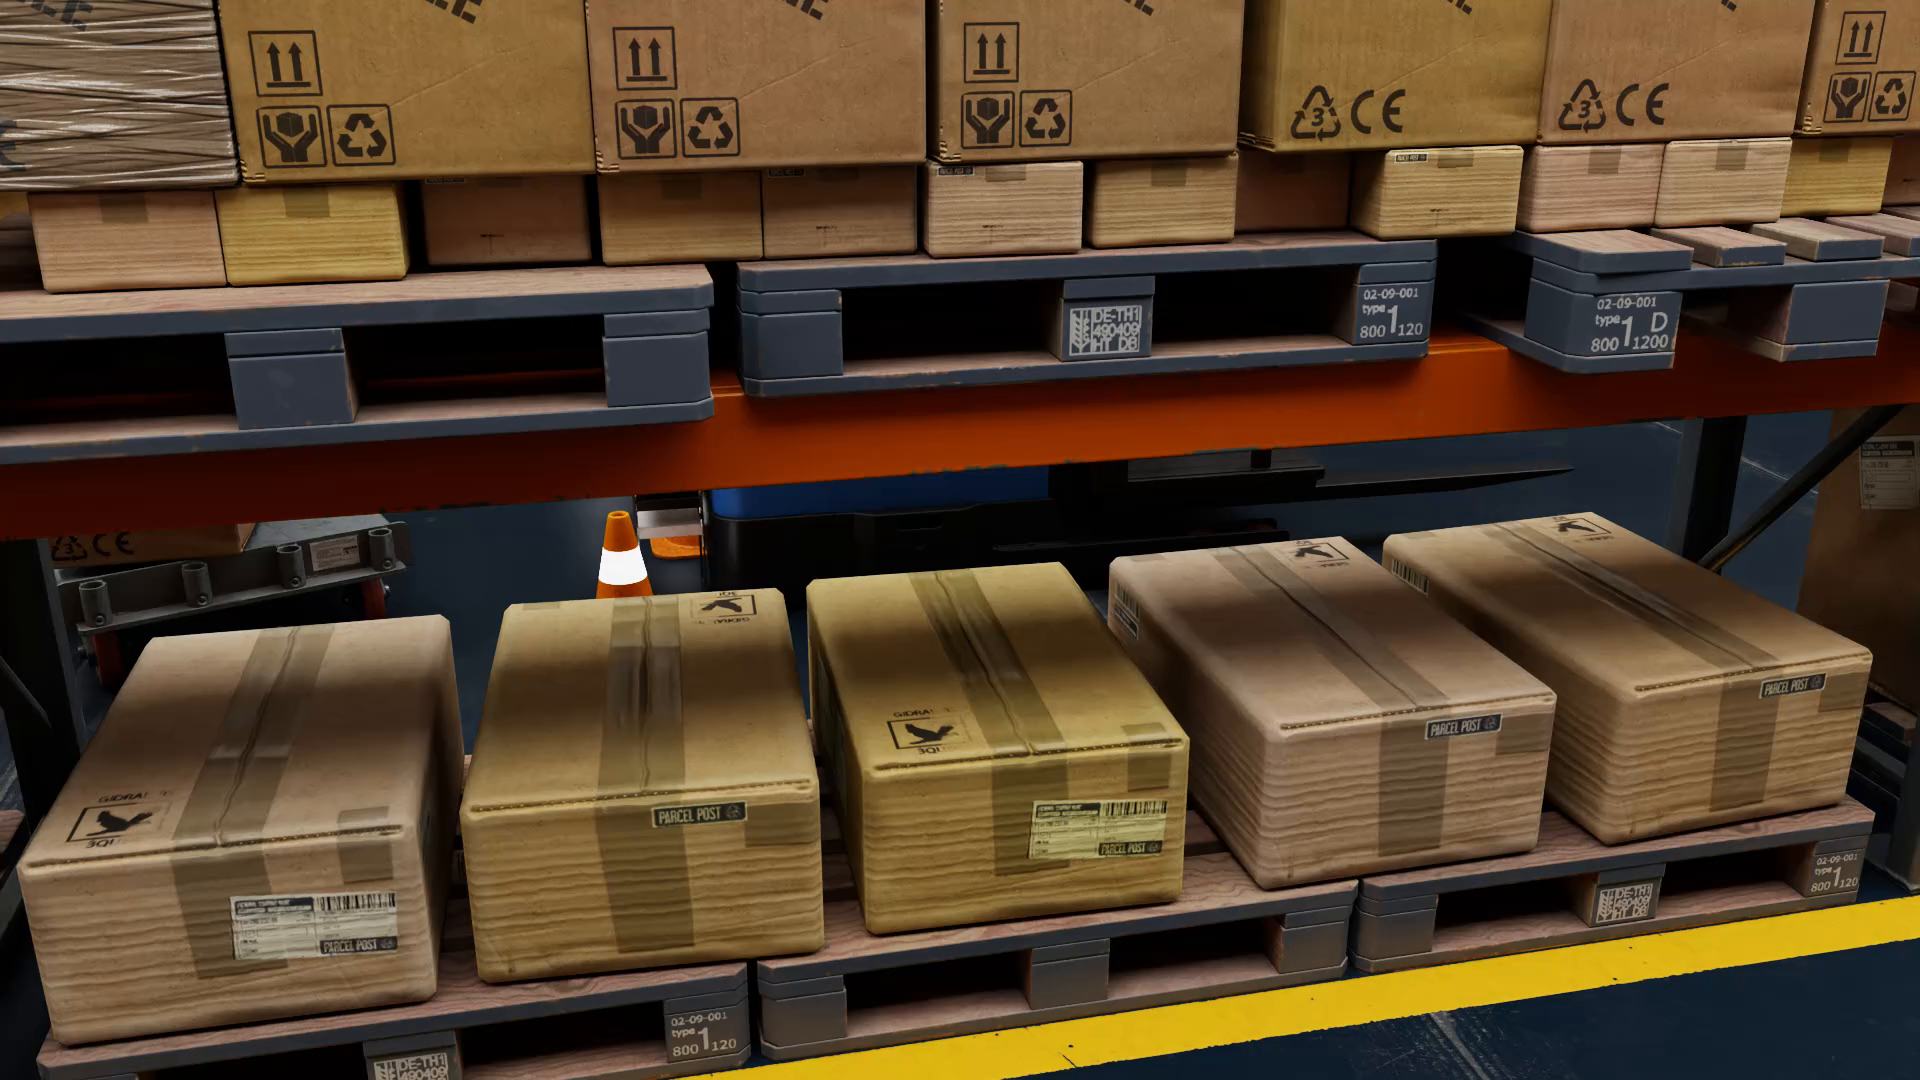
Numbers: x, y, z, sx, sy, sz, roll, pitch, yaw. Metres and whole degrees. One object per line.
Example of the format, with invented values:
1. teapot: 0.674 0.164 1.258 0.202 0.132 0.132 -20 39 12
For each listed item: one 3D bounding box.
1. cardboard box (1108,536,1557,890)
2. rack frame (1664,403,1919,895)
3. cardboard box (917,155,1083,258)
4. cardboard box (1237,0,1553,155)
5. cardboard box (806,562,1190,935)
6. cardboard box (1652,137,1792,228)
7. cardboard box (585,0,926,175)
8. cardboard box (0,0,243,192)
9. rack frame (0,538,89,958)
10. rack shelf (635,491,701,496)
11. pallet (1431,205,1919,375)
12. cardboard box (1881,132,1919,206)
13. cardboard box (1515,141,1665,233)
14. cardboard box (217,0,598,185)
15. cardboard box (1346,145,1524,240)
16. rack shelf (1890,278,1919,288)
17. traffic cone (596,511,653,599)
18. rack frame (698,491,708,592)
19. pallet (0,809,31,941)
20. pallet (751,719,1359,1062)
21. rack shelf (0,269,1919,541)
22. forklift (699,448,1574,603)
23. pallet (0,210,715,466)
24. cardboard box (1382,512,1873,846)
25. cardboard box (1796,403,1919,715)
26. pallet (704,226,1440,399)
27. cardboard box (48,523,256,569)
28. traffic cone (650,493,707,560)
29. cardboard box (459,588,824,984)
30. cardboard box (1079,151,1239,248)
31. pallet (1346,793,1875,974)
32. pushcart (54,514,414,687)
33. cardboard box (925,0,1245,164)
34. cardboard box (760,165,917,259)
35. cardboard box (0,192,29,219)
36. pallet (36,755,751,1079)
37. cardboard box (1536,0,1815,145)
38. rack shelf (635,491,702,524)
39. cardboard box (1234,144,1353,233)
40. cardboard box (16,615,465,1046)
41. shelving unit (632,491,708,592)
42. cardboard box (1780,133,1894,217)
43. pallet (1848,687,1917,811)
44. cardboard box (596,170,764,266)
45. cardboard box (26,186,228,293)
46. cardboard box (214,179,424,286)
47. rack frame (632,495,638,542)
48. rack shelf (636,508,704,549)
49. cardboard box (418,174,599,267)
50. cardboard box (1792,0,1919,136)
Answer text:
1. cardboard box: 0.778 0.343 3.727 0.625 0.372 0.950 -5 21 -14
2. rack frame: 2.046 -0.796 3.627 0.127 3.000 1.000 -5 21 -12
3. cardboard box: 0.039 -0.590 2.820 0.250 0.149 0.380 -4 20 -10
4. cardboard box: 0.676 -0.966 2.902 0.500 0.500 0.500 -6 21 -16
5. cardboard box: 0.038 0.401 3.568 0.625 0.372 0.950 -4 20 -11
6. cardboard box: 1.302 -0.690 3.092 0.250 0.149 0.380 -5 21 -13
7. cardboard box: -0.353 -0.879 2.664 0.500 0.500 0.500 -5 21 -13
8. cardboard box: -1.324 -0.804 2.461 0.500 0.500 0.500 -4 21 -11
9. rack frame: -1.847 -0.479 2.762 0.127 3.000 1.000 -5 21 -12
10. rack shelf: -0.922 -0.218 5.200 0.200 0.077 0.258 -4 21 -12
11. pallet: 1.377 -0.614 3.408 1.003 0.211 1.213 -5 21 -12
12. cardboard box: 1.781 -0.770 3.312 0.250 0.149 0.380 -4 20 -10
13. cardboard box: 1.055 -0.673 3.045 0.250 0.149 0.380 -6 21 -15
14. cardboard box: -0.837 -0.844 2.570 0.500 0.500 0.500 -5 21 -12
15. cardboard box: 0.791 -0.646 2.973 0.250 0.149 0.380 -4 21 -12
16. rack shelf: 3.992 -0.616 4.182 4.000 0.370 1.077 -5 21 -12
17. traffic cone: -0.962 0.145 4.746 0.334 0.463 0.336 -5 21 -12
18. rack frame: -0.823 -0.257 5.209 0.006 0.900 0.240 -4 21 -12
19. pallet: -2.492 0.895 3.065 1.213 0.211 1.003 -5 21 -12
20. pallet: 0.100 0.670 3.678 1.213 0.211 1.003 -5 21 -12
21. rack shelf: 0.100 -0.300 3.318 4.000 0.370 1.077 -5 21 -12
22. forklift: 0.616 -1.422 5.435 3.031 2.935 1.130 -4 21 -11
23. pallet: -1.069 -0.401 2.828 1.213 0.211 1.003 -5 21 -12
24. cardboard box: 1.494 0.282 3.893 0.625 0.372 0.950 -6 21 -16
25. cardboard box: 2.737 -0.022 3.993 0.875 0.875 0.875 -5 21 -13
26. pallet: 0.129 -0.536 3.194 1.213 0.211 1.003 -5 21 -12
27. cardboard box: -2.285 -0.255 4.682 0.500 0.500 0.500 -5 21 -12
28. traffic cone: -0.910 -0.213 5.722 0.334 0.463 0.336 -5 21 -12
29. cardboard box: -0.638 0.457 3.416 0.625 0.372 0.950 -3 20 -9
30. cardboard box: 0.292 -0.621 2.905 0.250 0.149 0.380 -5 21 -14
31. pallet: 1.285 0.575 3.939 1.213 0.211 1.003 -5 21 -12
32. pushcart: -2.420 -0.007 5.286 0.936 0.377 1.648 -13 24 -31
33. cardboard box: 0.145 -0.923 2.785 0.500 0.500 0.500 -6 21 -15
34. cardboard box: -0.232 -0.587 2.810 0.250 0.149 0.380 -4 21 -12
35. cardboard box: -3.712 -1.301 7.485 0.875 0.875 0.875 -4 21 -12
36. pallet: -1.089 0.768 3.412 1.213 0.211 1.003 -5 21 -12
37. cardboard box: 1.167 -1.006 3.012 0.500 0.500 0.500 -5 21 -13
38. rack shelf: -0.922 -0.134 5.231 0.200 0.077 0.258 -4 21 -12
39. cardboard box: 0.517 -0.669 3.034 0.250 0.149 0.380 -4 21 -12
40. cardboard box: -1.337 0.515 3.258 0.625 0.372 0.950 -4 21 -12
41. shelving unit: -0.922 -0.250 5.188 0.210 0.900 0.258 -4 21 -12
42. cardboard box: 1.537 -0.725 3.188 0.250 0.149 0.380 -4 21 -12
43. pallet: 2.831 0.476 4.208 1.213 0.211 1.003 -5 21 -12
44. cardboard box: -0.473 -0.568 2.758 0.250 0.149 0.380 -4 21 -12
45. cardboard box: -1.236 -0.497 2.564 0.250 0.149 0.380 -4 21 -12
46. cardboard box: -0.991 -0.513 2.610 0.250 0.149 0.380 -4 21 -11
47. rack frame: -1.021 -0.242 5.168 0.006 0.900 0.240 -4 21 -12
48. rack shelf: -0.922 -0.049 5.262 0.200 0.077 0.258 -4 21 -12
49. cardboard box: -0.733 -0.561 2.741 0.250 0.149 0.380 -3 20 -9
50. cardboard box: 1.668 -1.051 3.134 0.500 0.500 0.500 -5 21 -14
